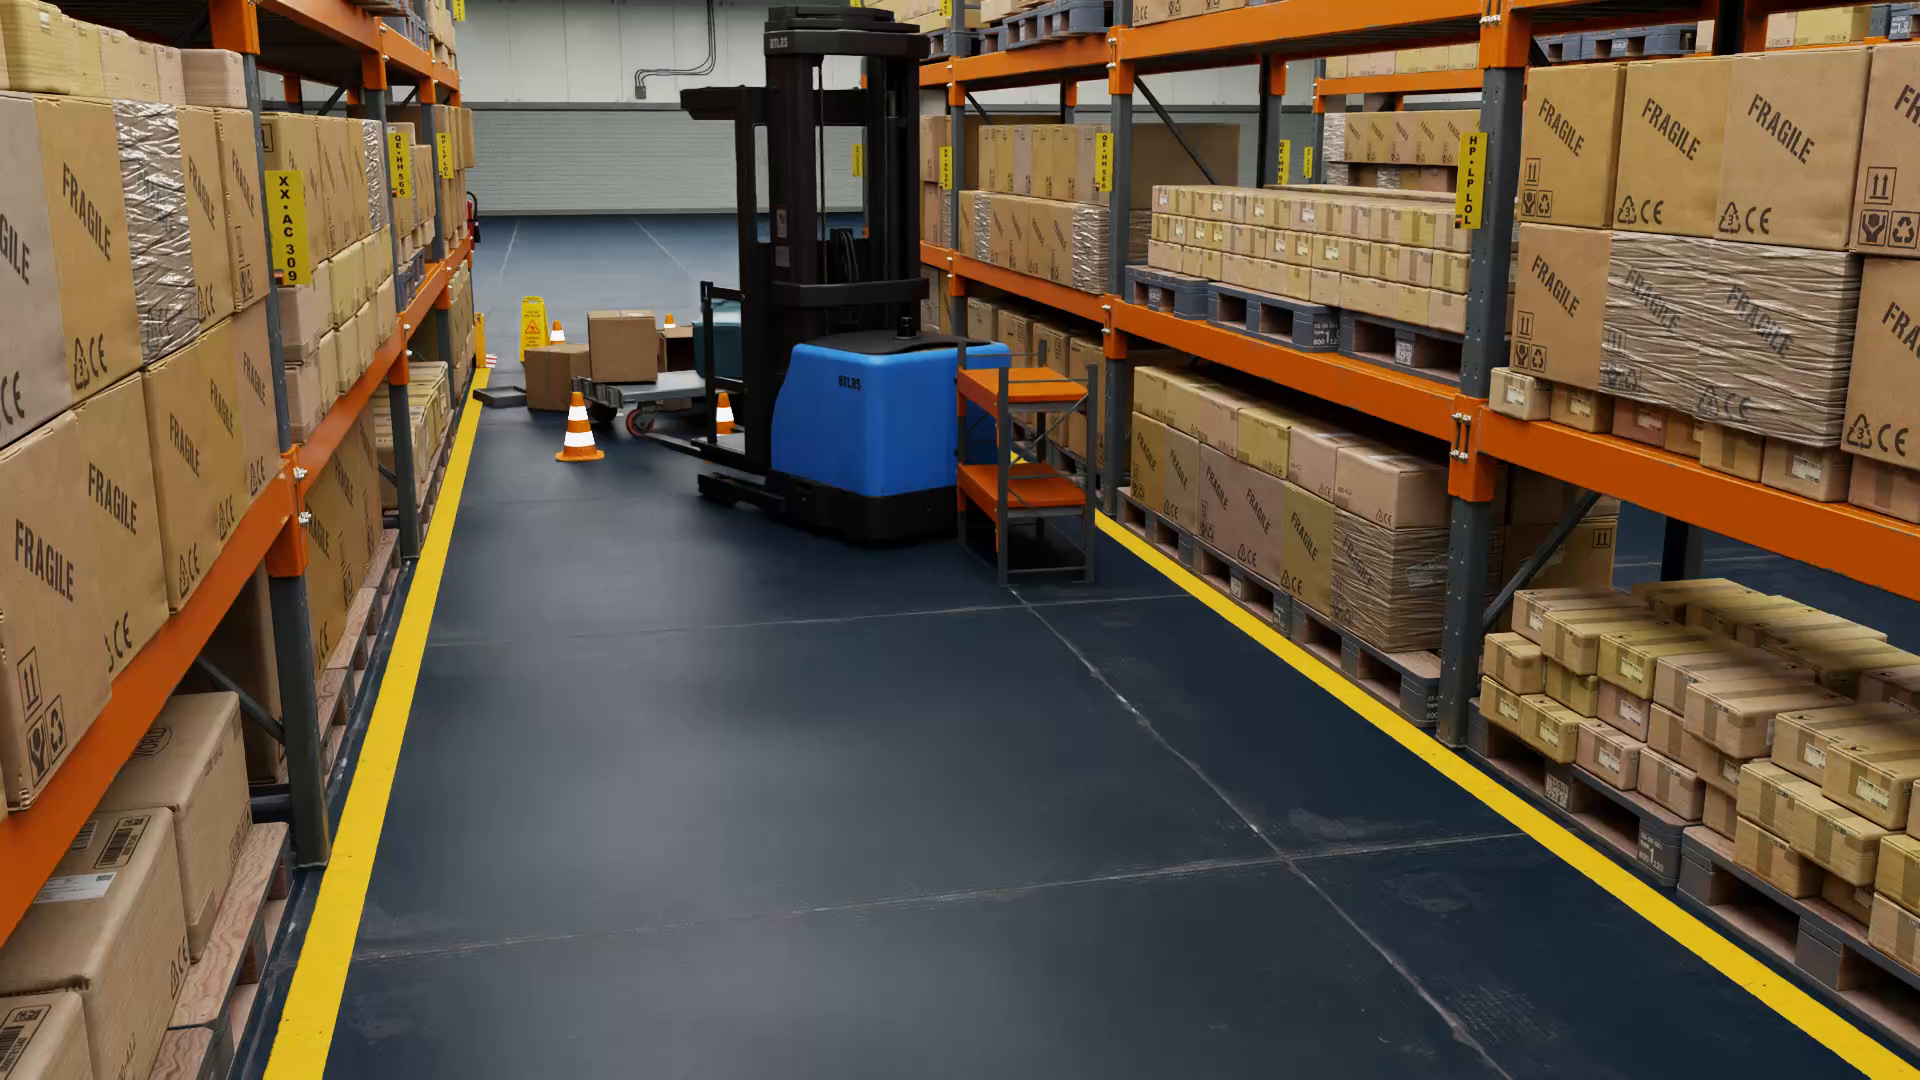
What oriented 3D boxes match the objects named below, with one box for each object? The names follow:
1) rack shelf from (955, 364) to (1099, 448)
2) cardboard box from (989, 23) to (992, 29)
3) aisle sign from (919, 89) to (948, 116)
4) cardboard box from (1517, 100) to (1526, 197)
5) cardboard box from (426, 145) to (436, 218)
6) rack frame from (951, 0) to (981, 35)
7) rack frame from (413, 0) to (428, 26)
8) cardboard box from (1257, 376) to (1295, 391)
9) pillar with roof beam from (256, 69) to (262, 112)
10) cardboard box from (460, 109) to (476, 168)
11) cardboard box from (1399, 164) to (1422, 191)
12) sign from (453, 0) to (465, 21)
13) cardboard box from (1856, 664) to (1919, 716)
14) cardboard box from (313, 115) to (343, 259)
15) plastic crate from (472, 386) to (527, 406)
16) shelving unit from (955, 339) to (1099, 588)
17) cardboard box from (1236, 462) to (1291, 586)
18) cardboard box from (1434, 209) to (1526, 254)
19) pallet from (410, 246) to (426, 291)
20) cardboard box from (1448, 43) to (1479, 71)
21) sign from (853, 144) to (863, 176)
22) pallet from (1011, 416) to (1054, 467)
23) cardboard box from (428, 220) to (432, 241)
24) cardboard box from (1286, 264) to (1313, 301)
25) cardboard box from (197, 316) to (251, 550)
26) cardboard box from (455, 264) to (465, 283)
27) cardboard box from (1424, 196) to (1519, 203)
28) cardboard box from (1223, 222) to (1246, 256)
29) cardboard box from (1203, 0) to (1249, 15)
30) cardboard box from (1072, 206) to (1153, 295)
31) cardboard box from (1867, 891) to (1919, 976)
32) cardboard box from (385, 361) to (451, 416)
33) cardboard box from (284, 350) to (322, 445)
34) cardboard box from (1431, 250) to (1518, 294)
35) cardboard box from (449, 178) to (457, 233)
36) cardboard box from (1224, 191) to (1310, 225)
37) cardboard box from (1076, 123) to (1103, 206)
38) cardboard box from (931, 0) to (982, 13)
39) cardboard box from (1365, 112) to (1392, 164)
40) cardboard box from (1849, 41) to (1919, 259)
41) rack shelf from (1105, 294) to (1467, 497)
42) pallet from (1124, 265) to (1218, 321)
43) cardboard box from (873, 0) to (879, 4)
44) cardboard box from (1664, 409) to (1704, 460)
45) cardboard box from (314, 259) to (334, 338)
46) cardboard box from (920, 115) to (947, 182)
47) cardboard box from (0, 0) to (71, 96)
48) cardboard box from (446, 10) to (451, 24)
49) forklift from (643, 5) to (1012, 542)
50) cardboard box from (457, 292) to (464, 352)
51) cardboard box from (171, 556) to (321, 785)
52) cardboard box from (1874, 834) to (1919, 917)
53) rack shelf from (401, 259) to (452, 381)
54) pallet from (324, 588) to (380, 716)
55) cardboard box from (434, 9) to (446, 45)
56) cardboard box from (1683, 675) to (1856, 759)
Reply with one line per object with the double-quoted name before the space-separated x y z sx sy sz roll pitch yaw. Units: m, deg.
"rack shelf" 0.336 -0.720 8.773 0.538 0.278 1.000 -3 14 -11
"cardboard box" 0.430 -4.482 14.568 0.380 0.149 0.250 -4 14 -14
"aisle sign" -0.238 -4.776 17.178 0.394 0.787 0.004 -3 14 -13
"cardboard box" 5.322 -3.115 13.707 1.000 1.000 1.000 -3 14 -13
"cardboard box" -4.030 -2.561 11.868 0.500 0.500 0.500 -4 14 -14
"rack frame" 0.426 -5.472 12.862 1.000 3.000 0.127 -3 14 -13
"rack frame" -4.362 -5.172 11.637 1.000 3.000 0.127 -3 14 -13
"cardboard box" 1.910 -0.729 8.894 0.500 0.250 0.500 -3 14 -12
"pillar with roof beam" -13.699 -12.767 42.725 9.100 9.000 0.400 -3 14 -13
"cardboard box" -4.638 -3.525 14.590 0.700 0.500 0.500 -3 14 -14
"cardboard box" 4.850 -3.455 16.413 0.875 0.500 0.500 -3 14 -13
"sign" -4.757 -5.094 15.773 0.100 0.325 0.005 -3 14 -13
"cardboard box" 2.944 0.483 4.998 0.380 0.149 0.250 -4 14 -16
"cardboard box" -2.568 -1.296 6.094 0.500 0.500 0.500 -4 14 -15
"plastic crate" -3.933 -1.248 14.365 0.402 0.080 0.583 -9 16 -33
"shelving unit" 0.336 -0.436 8.842 0.538 1.125 1.048 -3 14 -11
"cardboard box" 1.650 -0.095 7.878 0.500 0.500 0.500 -4 14 -14
"cardboard box" 2.021 -1.164 6.264 0.380 0.149 0.250 -3 14 -11
"pallet" -3.927 -1.696 10.455 1.003 0.211 1.213 -3 14 -13
"cardboard box" 4.798 -4.406 15.138 0.500 0.250 0.500 -3 14 -12
"sign" -1.054 -3.909 17.118 0.100 0.325 0.005 -3 14 -13
"pallet" 0.971 -0.747 12.039 1.003 0.211 1.213 -3 14 -13
"cardboard box" -3.832 -2.117 11.418 0.380 0.149 0.250 -4 14 -14
"cardboard box" 1.710 -1.175 7.559 0.380 0.149 0.250 -3 14 -11
"cardboard box" -1.999 -0.250 3.919 0.500 0.500 0.500 -4 14 -15
"cardboard box" -4.592 -2.358 14.721 0.380 0.149 0.250 -3 14 -11
"cardboard box" 2.355 -1.497 7.627 0.380 0.149 0.250 -3 14 -11
"cardboard box" 1.533 -1.499 8.259 0.380 0.149 0.250 -3 14 -13
"cardboard box" 1.488 -2.764 7.888 0.500 0.500 0.500 -3 14 -13
"cardboard box" 0.999 -1.772 10.149 0.500 0.500 0.500 -3 14 -13
"cardboard box" 2.545 0.987 4.189 0.380 0.149 0.250 -3 14 -12
"cardboard box" -4.236 -1.065 12.117 0.950 0.372 0.625 -3 14 -12
"cardboard box" -2.330 -0.456 5.289 0.500 0.250 0.500 -4 14 -14
"cardboard box" 2.020 -1.019 6.295 0.380 0.149 0.250 -3 14 -11
"cardboard box" -4.440 -2.799 13.727 0.500 0.500 0.500 -3 14 -14
"cardboard box" 1.532 -1.646 8.235 0.380 0.149 0.250 -3 14 -11
"cardboard box" 1.150 -2.389 10.570 0.700 0.500 0.500 -3 14 -14
"cardboard box" 0.061 -4.438 13.545 0.500 0.250 0.500 -3 14 -14
"cardboard box" 4.425 -4.039 16.694 0.500 0.500 0.500 -3 14 -13
"cardboard box" 2.518 -0.918 3.919 0.500 0.500 0.500 -4 14 -15
"rack shelf" 1.835 -0.824 7.994 1.077 0.370 4.000 -3 14 -13
"pallet" 1.637 -1.383 9.171 1.213 0.211 1.003 -3 14 -13
"cardboard box" -0.626 -5.243 16.002 0.380 0.149 0.250 -3 14 -14
"cardboard box" 2.358 -0.329 4.983 0.380 0.149 0.250 -4 14 -16
"cardboard box" -2.462 -0.818 5.719 0.500 0.250 0.500 -3 14 -12
"cardboard box" 0.131 -3.362 14.277 0.875 0.550 0.550 -3 14 -13
"cardboard box" -1.681 -0.797 2.683 0.380 0.149 0.250 -4 14 -15
"cardboard box" -4.935 -4.842 15.453 0.380 0.149 0.250 -3 14 -13
"forklift" -0.995 -1.705 10.230 1.130 2.935 3.031 -11 17 -37
"cardboard box" -4.375 -1.765 13.658 0.500 0.500 0.500 -3 14 -11
"cardboard box" -2.706 0.277 5.565 0.875 0.875 0.875 -3 14 -11
"cardboard box" 2.543 0.843 4.152 0.380 0.149 0.250 -3 14 -10
"rack shelf" -3.892 -1.447 10.546 1.077 0.370 4.000 -3 14 -13
"pallet" -3.027 0.486 6.992 1.003 0.211 1.213 -3 14 -13
"cardboard box" -4.434 -4.138 13.415 0.500 0.250 0.500 -3 14 -13
"cardboard box" 2.363 0.516 4.864 0.380 0.149 0.250 -3 14 -12
